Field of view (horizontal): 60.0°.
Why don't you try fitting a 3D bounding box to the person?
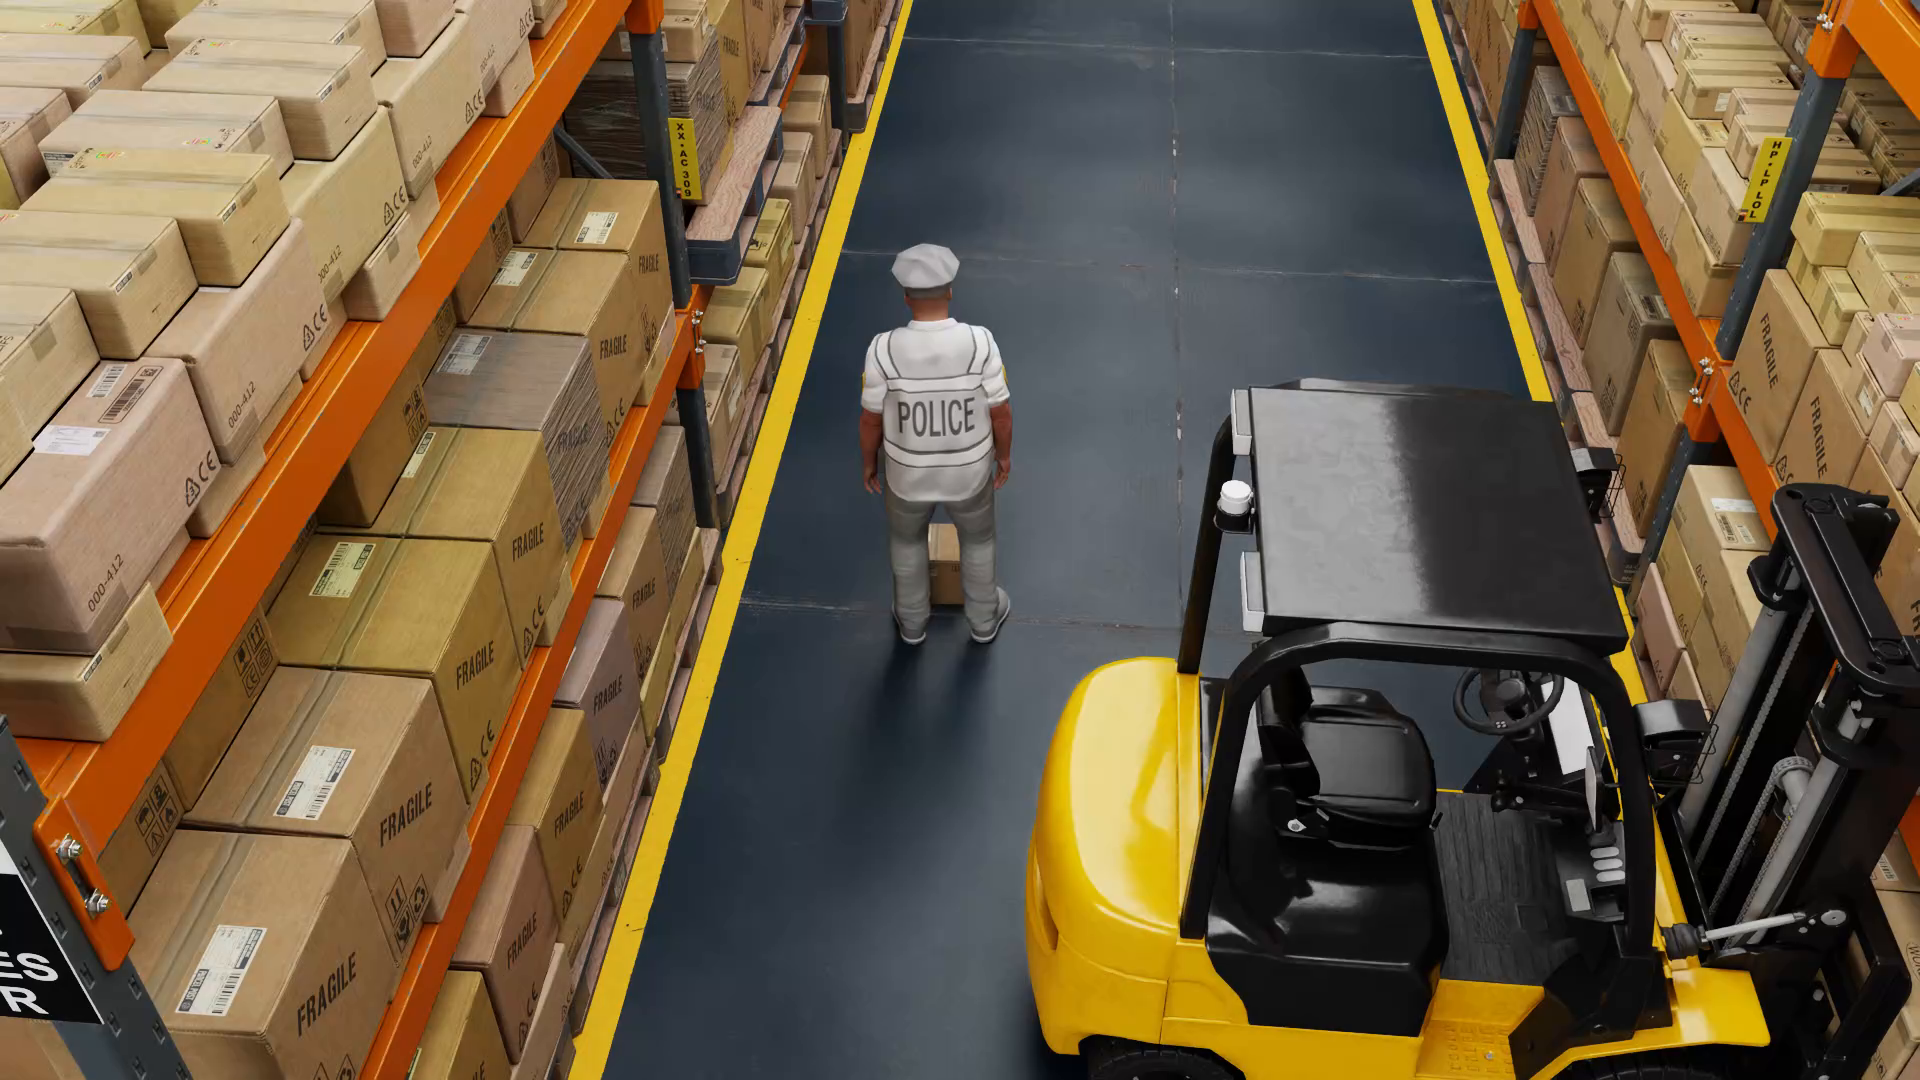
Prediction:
[{"bbox_3d":[-0.084,-0.295,6.504,0.607,1.747,0.438,-1,40,-2],"label":"person"}]
